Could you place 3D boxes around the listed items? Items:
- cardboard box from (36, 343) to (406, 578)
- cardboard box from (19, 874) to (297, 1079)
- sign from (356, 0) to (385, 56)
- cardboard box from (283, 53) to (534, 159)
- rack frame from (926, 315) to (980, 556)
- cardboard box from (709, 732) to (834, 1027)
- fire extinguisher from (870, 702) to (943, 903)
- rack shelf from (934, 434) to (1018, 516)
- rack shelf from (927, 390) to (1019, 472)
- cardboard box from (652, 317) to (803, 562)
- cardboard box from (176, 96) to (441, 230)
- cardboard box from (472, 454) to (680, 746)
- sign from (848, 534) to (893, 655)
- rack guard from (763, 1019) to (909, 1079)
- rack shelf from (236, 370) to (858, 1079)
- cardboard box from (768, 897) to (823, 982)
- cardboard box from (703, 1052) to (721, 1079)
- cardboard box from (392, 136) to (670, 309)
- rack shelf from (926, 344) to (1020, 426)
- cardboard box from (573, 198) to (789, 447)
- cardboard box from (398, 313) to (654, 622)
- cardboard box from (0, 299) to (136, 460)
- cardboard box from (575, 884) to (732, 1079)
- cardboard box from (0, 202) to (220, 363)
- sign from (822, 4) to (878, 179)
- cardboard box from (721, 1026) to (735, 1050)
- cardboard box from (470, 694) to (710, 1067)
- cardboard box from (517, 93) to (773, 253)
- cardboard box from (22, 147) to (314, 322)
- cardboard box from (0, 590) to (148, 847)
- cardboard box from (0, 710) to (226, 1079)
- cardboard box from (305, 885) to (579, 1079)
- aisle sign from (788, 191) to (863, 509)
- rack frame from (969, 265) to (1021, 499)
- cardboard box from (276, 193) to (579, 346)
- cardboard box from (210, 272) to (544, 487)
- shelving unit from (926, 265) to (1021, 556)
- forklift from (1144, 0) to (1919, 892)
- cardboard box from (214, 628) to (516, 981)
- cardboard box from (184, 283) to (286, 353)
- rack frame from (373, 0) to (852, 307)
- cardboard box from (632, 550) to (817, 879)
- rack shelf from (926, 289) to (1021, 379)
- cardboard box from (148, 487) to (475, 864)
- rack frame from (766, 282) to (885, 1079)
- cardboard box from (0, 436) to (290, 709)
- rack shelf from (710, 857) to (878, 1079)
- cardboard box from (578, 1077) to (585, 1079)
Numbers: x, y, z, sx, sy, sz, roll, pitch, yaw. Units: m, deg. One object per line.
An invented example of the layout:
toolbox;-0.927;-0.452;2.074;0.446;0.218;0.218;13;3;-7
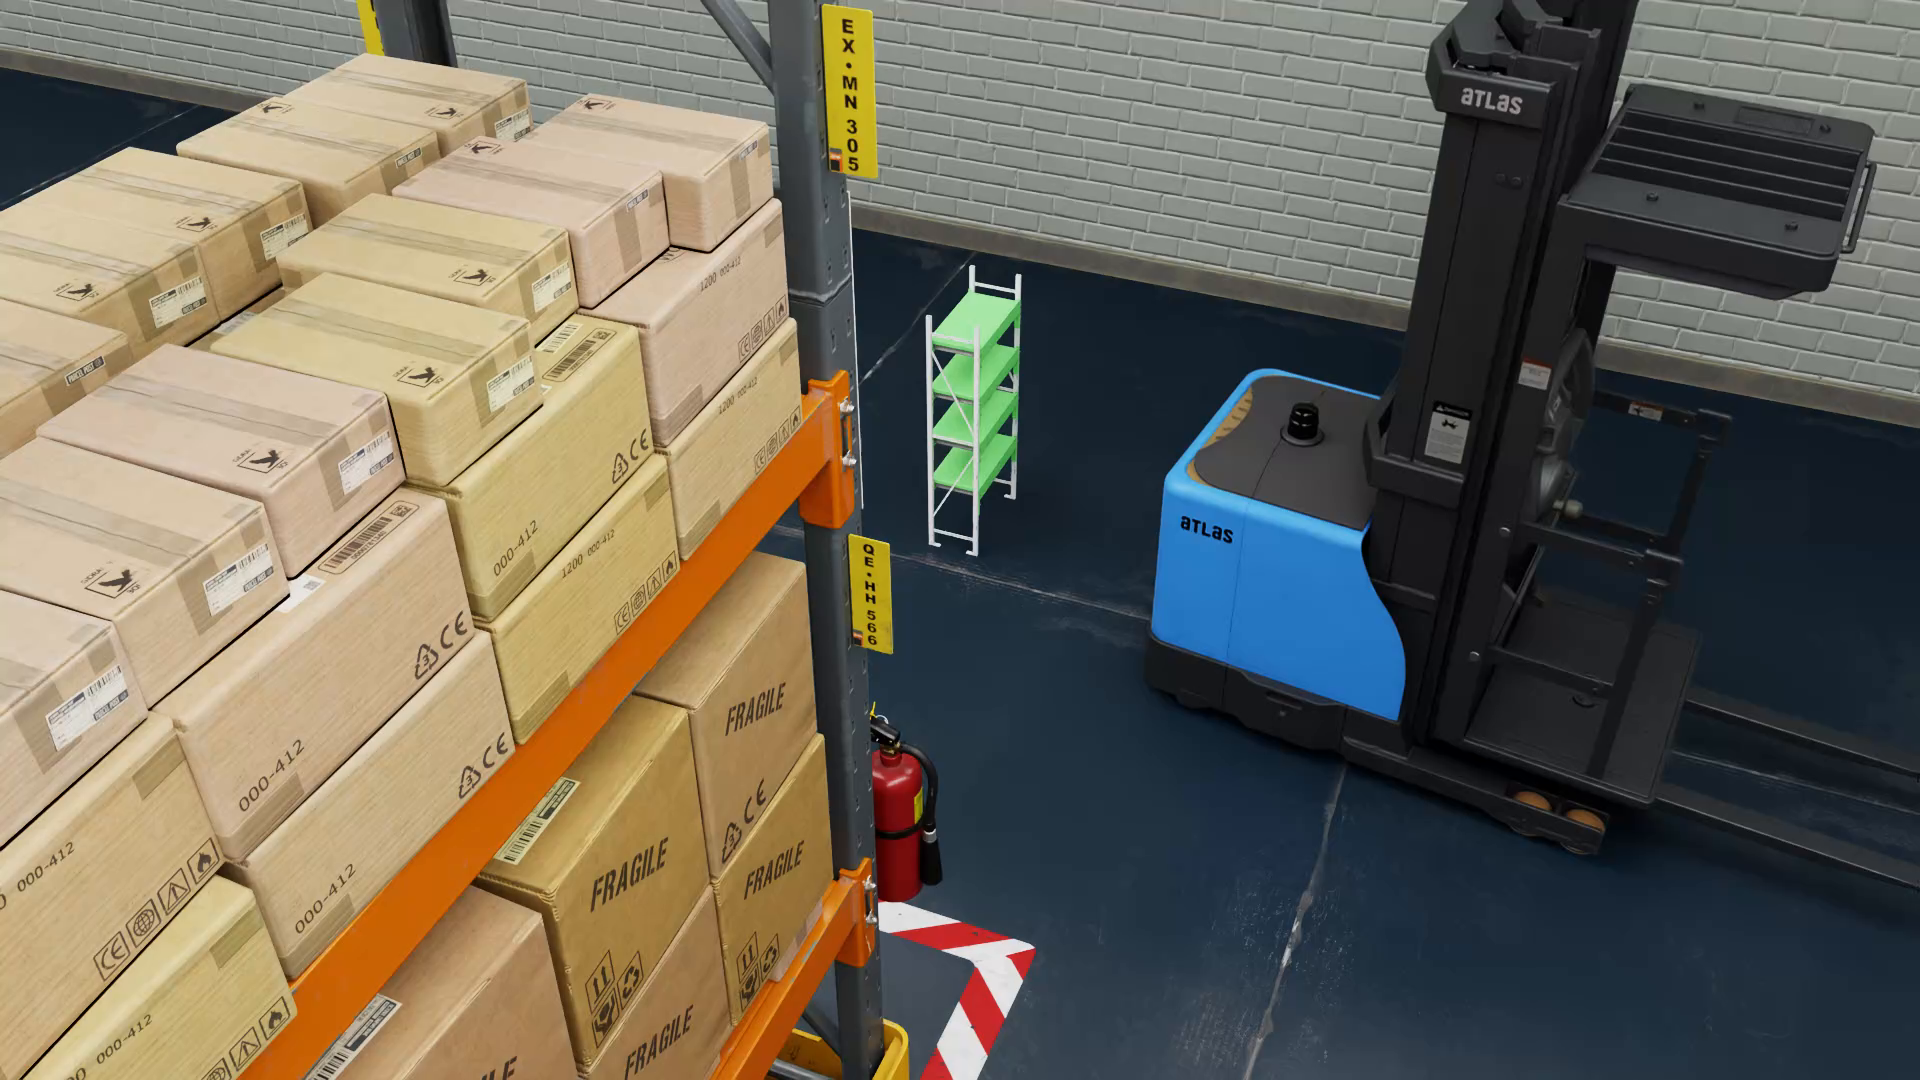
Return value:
cardboard box;-1.000;-0.115;2.268;0.380;0.149;0.250;13;39;17
cardboard box;-1.212;0.606;2.053;0.500;0.250;0.500;16;40;20
sign;-1.213;-1.094;3.473;0.100;0.325;0.005;14;39;18
cardboard box;-1.045;-0.793;3.174;0.380;0.149;0.250;14;39;17
rack frame;-0.030;-0.437;7.333;0.240;1.200;0.015;14;39;18
cardboard box;-0.644;0.729;3.937;0.500;0.500;0.500;15;39;19
fire extinguisher;-0.188;0.727;4.648;0.296;0.674;0.183;14;39;18
rack shelf;0.063;-0.329;7.695;0.258;0.148;0.480;14;39;18
rack shelf;0.063;-0.521;7.552;0.258;0.148;0.480;14;39;18
cardboard box;-0.639;-0.248;3.196;0.500;0.250;0.500;13;39;17
cardboard box;-1.158;-0.656;2.991;0.380;0.149;0.250;15;39;20
cardboard box;-0.827;0.036;2.816;0.500;0.250;0.500;14;39;18
sign;-0.205;0.128;3.842;0.100;0.325;0.005;14;39;18
rack guard;-0.740;1.624;5.159;1.175;0.500;0.348;14;39;18
rack shelf;-1.472;0.775;2.303;1.077;0.370;4.000;14;39;18
cardboard box;-0.574;0.927;4.215;0.380;0.149;0.250;14;39;18
cardboard box;-0.784;1.198;3.851;0.380;0.149;0.250;13;39;17
cardboard box;-0.730;-0.550;2.850;0.380;0.149;0.250;14;39;18
rack shelf;0.063;-0.713;7.408;0.258;0.148;0.480;14;39;18
cardboard box;-0.651;-0.447;3.045;0.500;0.250;0.500;13;39;16
cardboard box;-0.844;-0.164;2.666;0.500;0.250;0.500;13;39;17
cardboard box;-1.423;-0.221;2.409;0.380;0.149;0.250;15;39;19
cardboard box;-0.845;1.013;3.557;0.500;0.500;0.500;13;39;17
cardboard box;-1.422;-0.388;2.632;0.380;0.149;0.250;14;39;18
sign;-0.205;-0.837;3.120;0.100;0.325;0.005;14;39;18
cardboard box;-0.703;1.056;4.042;0.380;0.149;0.250;14;39;18
cardboard box;-0.848;0.612;3.259;0.500;0.500;0.500;13;39;16
cardboard box;-0.566;-0.669;3.009;0.380;0.149;0.250;14;39;17
cardboard box;-1.329;-0.522;2.812;0.380;0.149;0.250;14;39;18
cardboard box;-1.172;0.178;1.876;0.380;0.149;0.250;13;39;16
cardboard box;-1.245;0.396;1.917;0.500;0.250;0.500;12;38;16
cardboard box;-1.037;0.902;2.871;0.500;0.500;0.500;16;40;20
aisle sign;-0.406;-0.432;3.651;0.394;0.787;0.004;14;39;18
rack frame;0.156;-0.707;7.694;0.240;1.200;0.015;14;39;18
cardboard box;-0.847;-0.413;2.666;0.380;0.149;0.250;13;39;16
cardboard box;-0.847;-0.242;2.437;0.380;0.149;0.250;14;39;18
shelving unit;0.063;-0.572;7.513;0.258;1.200;0.503;14;39;18
forklift;2.302;-0.371;5.798;3.031;2.935;1.130;18;41;23
cardboard box;-1.028;0.308;2.453;0.500;0.250;0.500;16;39;20
cardboard box;-1.316;-0.287;2.831;0.500;0.250;0.500;13;39;17
rack frame;-0.711;-1.822;2.671;1.000;3.000;0.127;14;39;18
cardboard box;-0.655;0.332;3.634;0.500;0.500;0.500;13;39;17
rack shelf;0.063;-0.906;7.264;0.258;0.148;0.480;14;39;18
cardboard box;-1.042;0.119;2.288;0.500;0.250;0.500;14;39;18
rack frame;-0.711;0.581;4.467;1.000;3.000;0.127;14;39;18
cardboard box;-1.082;0.033;2.070;0.380;0.149;0.250;15;39;19
rack shelf;-1.472;1.977;3.201;1.077;0.370;4.000;14;39;18
cardboard box;-1.029;1.296;3.178;0.500;0.500;0.500;14;39;18
